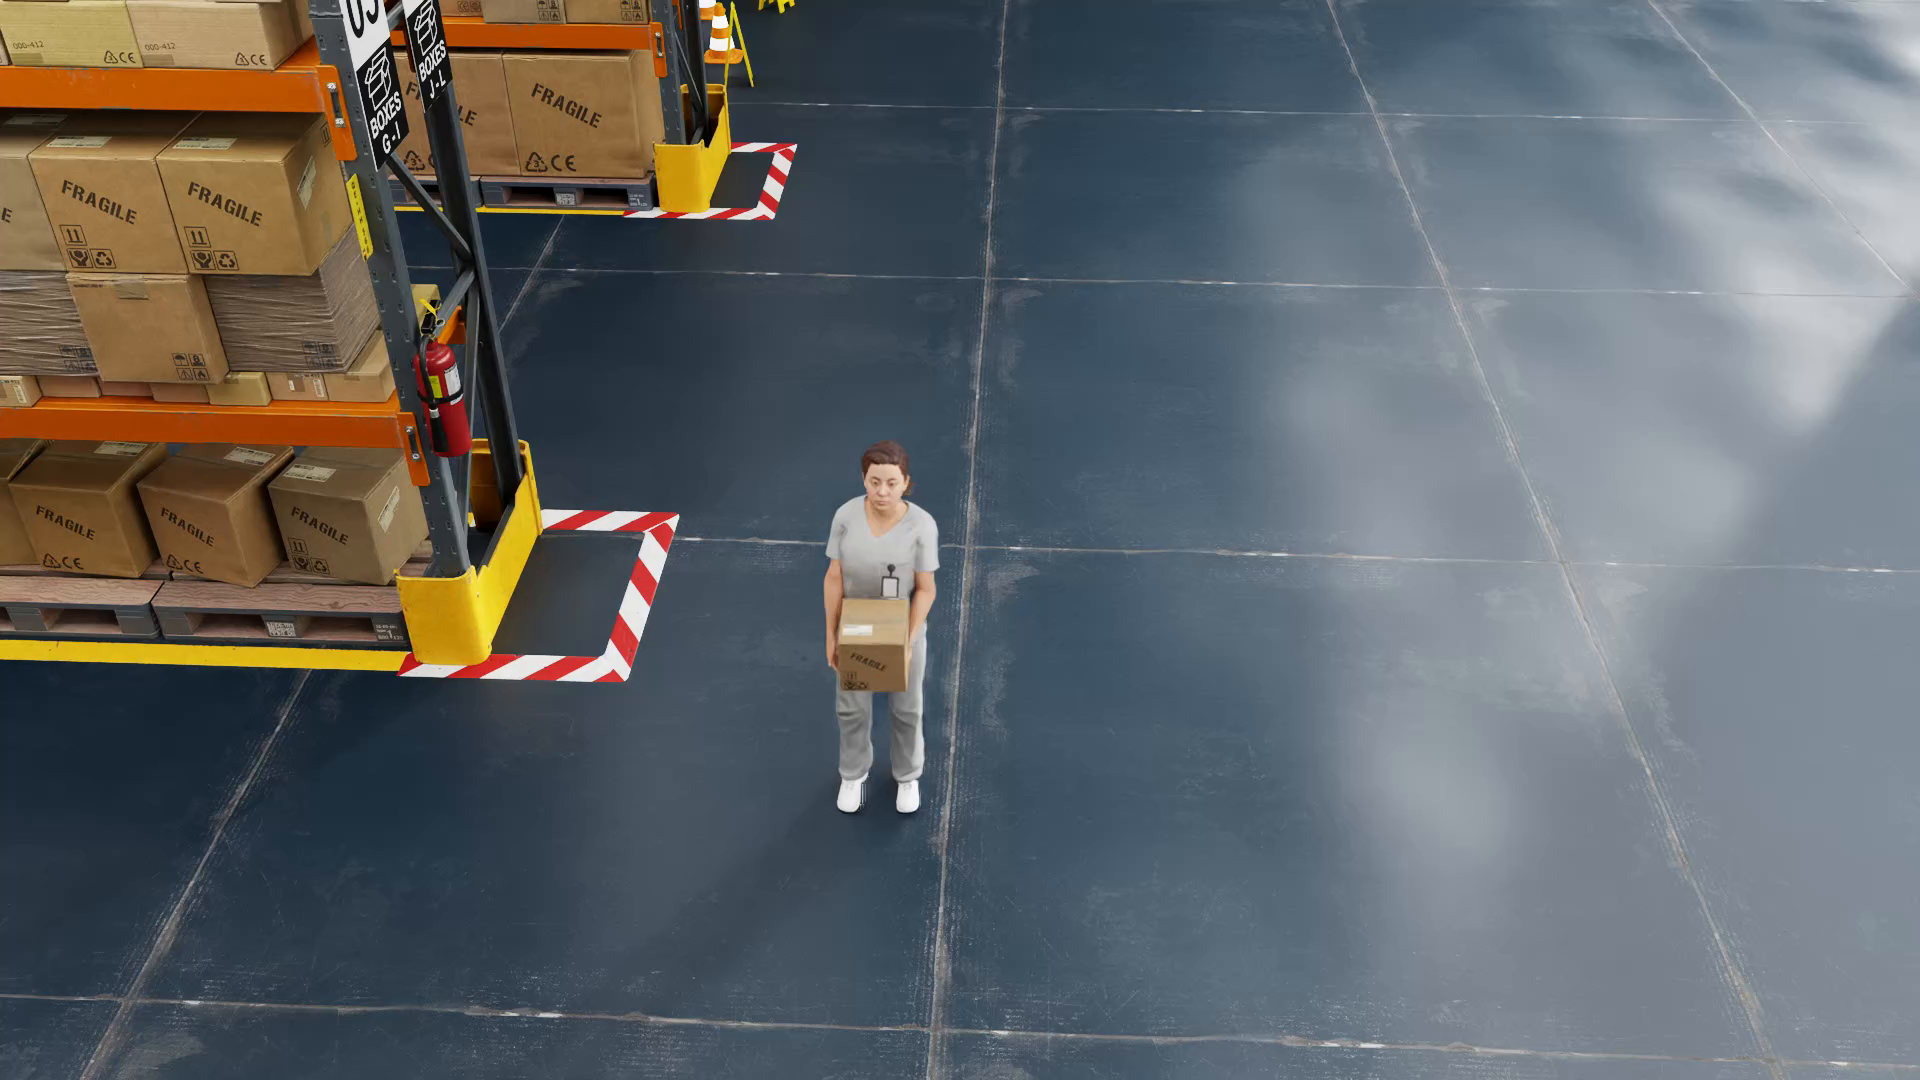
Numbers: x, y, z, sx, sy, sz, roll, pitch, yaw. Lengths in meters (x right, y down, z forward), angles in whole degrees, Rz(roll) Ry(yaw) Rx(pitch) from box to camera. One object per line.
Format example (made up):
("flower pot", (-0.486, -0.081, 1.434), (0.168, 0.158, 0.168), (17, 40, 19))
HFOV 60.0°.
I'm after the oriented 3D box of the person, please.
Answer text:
("person", (-0.310, 0.397, 6.566), (0.445, 1.673, 0.544), (6, 36, 9))
